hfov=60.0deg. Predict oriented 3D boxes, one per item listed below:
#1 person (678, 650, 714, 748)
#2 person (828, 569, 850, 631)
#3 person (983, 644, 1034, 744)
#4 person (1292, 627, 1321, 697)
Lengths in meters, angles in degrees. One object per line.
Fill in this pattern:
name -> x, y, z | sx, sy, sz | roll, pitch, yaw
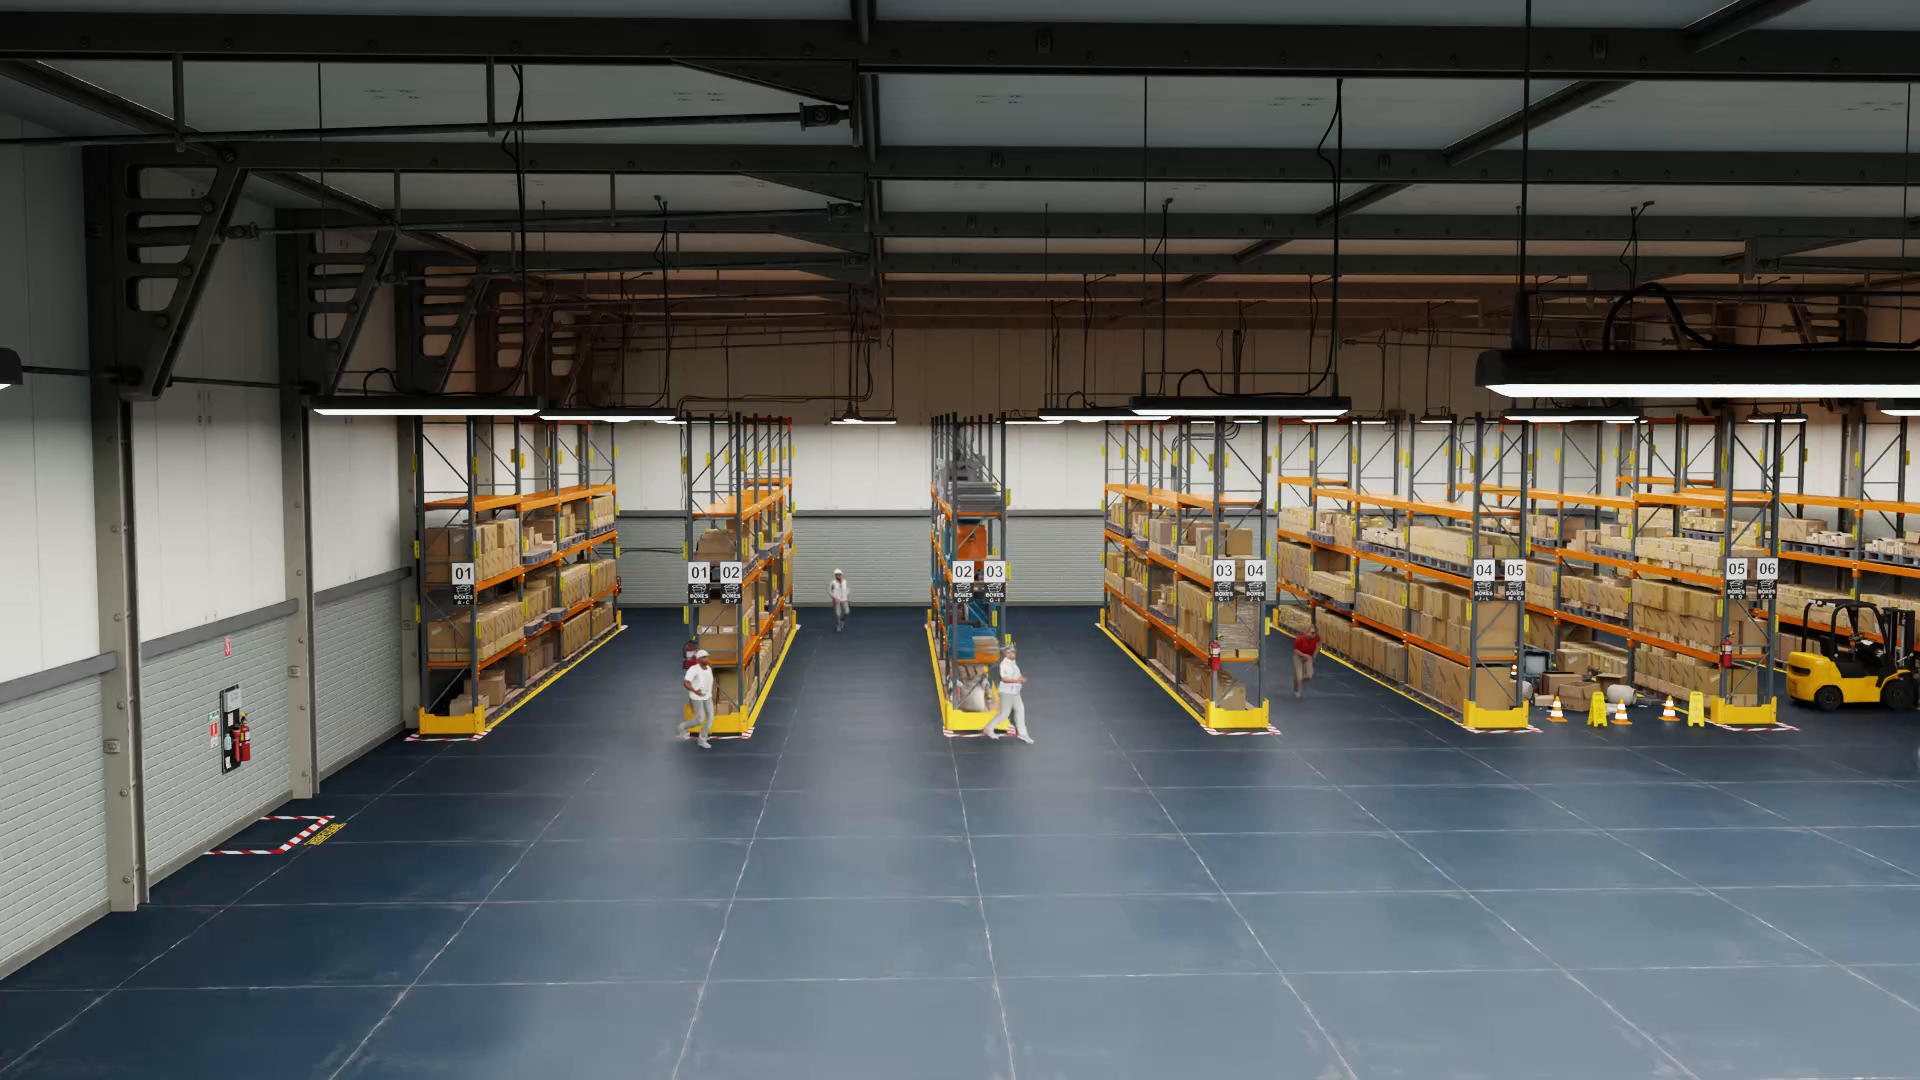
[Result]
person -> -4.690, 2.836, 29.885 | 0.706, 1.742, 0.727 | 3, 5, 34
person -> -3.343, 1.692, 46.516 | 0.682, 1.739, 0.558 | -2, 4, -23
person -> 0.874, 2.781, 30.109 | 0.937, 1.817, 0.656 | 1, 4, 19
person -> 7.332, 2.569, 35.142 | 0.693, 1.545, 0.840 | -1, 4, -16
